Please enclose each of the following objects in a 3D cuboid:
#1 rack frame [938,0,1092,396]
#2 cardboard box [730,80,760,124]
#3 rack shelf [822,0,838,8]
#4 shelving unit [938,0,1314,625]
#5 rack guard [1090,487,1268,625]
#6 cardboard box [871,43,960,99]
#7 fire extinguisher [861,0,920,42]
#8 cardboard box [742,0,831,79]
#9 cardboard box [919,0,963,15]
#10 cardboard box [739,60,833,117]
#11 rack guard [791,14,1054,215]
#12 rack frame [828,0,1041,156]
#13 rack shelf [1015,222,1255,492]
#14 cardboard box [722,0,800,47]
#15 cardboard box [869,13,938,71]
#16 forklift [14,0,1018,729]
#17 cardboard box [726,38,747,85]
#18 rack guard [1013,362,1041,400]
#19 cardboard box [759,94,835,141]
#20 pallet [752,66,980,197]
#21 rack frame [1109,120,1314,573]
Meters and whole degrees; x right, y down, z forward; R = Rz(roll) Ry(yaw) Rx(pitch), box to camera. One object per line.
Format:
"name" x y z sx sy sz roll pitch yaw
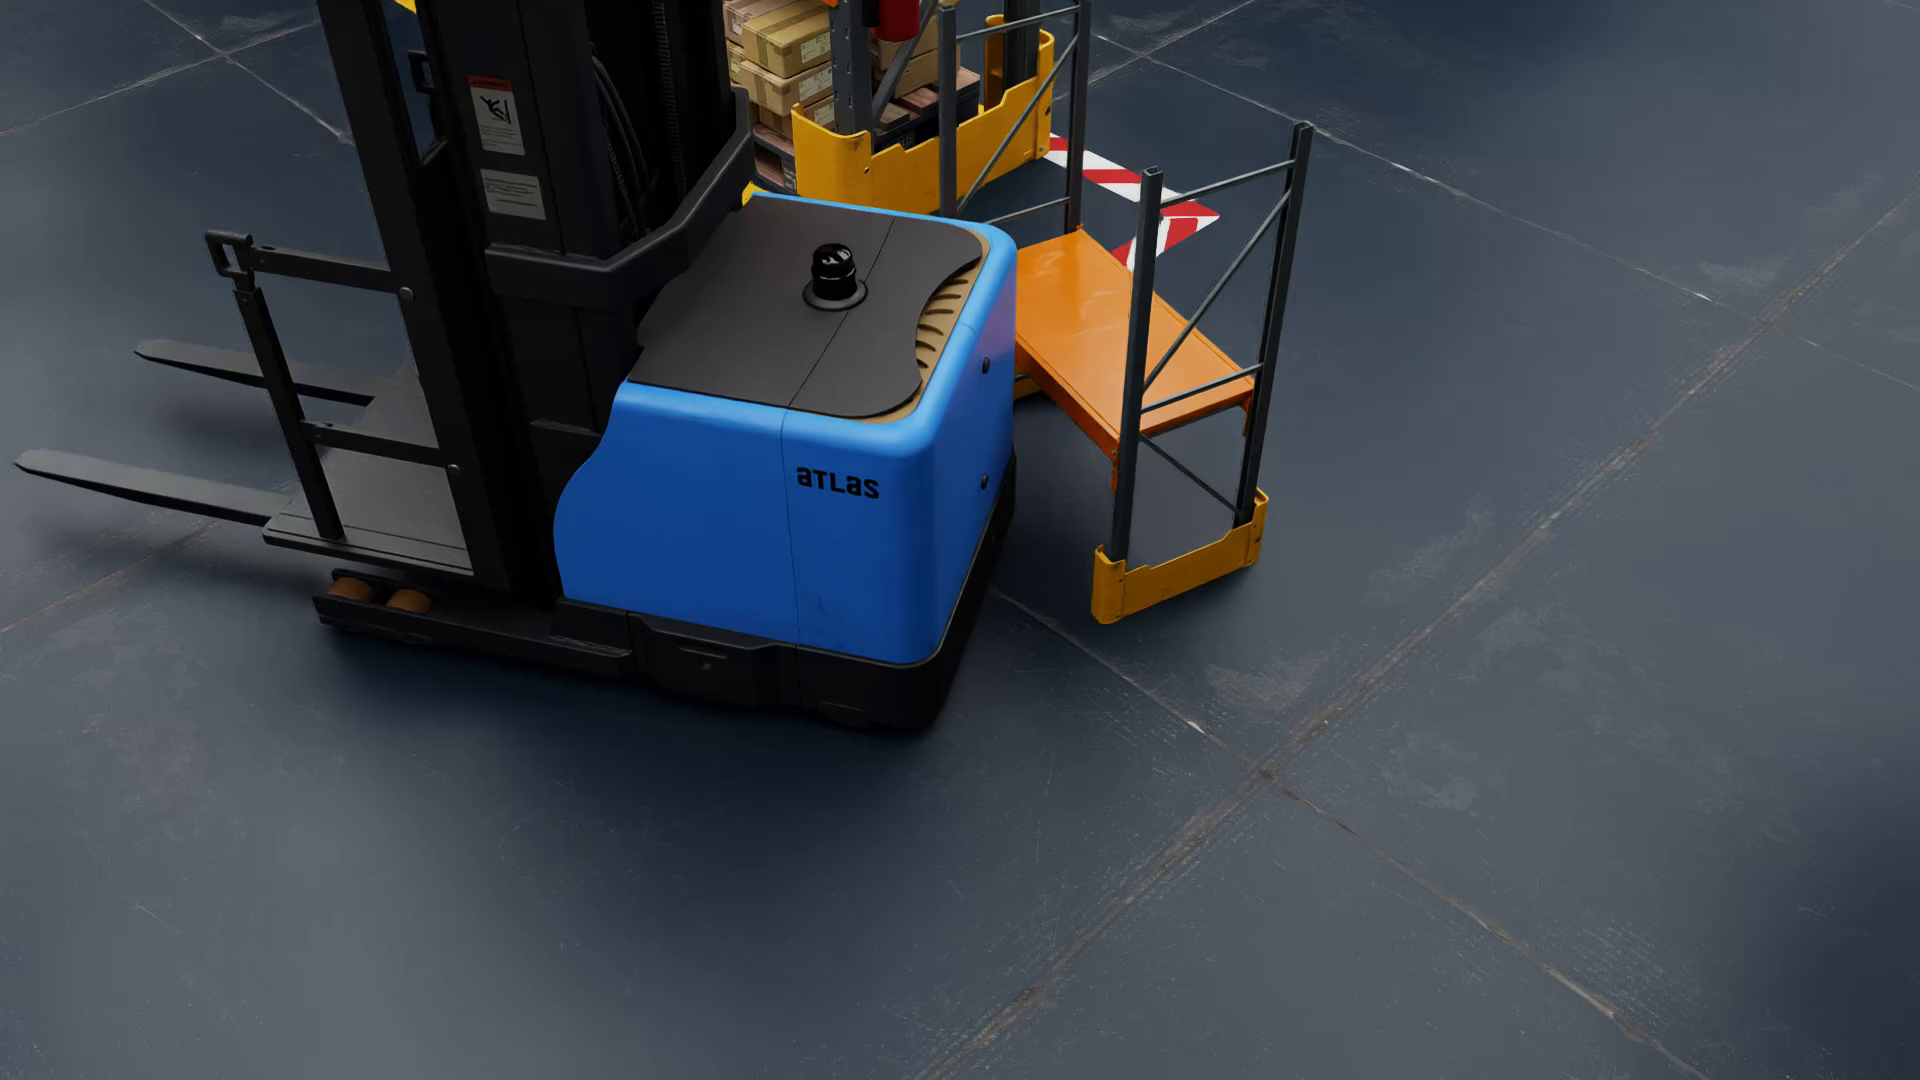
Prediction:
"rack frame" 0.163 -1.014 5.243 0.500 1.500 0.032 -21 47 -21
"cardboard box" -0.848 -1.857 6.840 0.380 0.149 0.250 -32 52 -30
"rack shelf" -1.488 -3.218 7.053 1.077 0.370 4.000 -34 53 -31
"shelving unit" 0.417 -0.709 4.912 0.587 1.500 1.083 -21 47 -21
"rack guard" 0.662 0.045 5.017 0.587 0.250 0.087 -21 47 -21
"cardboard box" -0.219 -2.034 7.032 0.380 0.149 0.250 -33 52 -31
"fire extinguisher" -0.224 -2.014 5.551 0.296 0.674 0.183 -34 53 -31
"cardboard box" -0.628 -1.980 6.535 0.380 0.149 0.250 -33 52 -31
"cardboard box" -0.205 -2.262 6.840 0.250 0.149 0.380 32 51 30
"cardboard box" -0.650 -1.855 6.619 0.250 0.149 0.380 33 52 30
"rack guard" -0.129 -1.640 6.656 1.175 0.500 0.348 -34 53 -31
"rack frame" -0.075 -2.521 5.768 1.000 3.000 0.127 -34 53 -31
"rack shelf" 0.413 -0.582 5.040 0.538 0.185 1.000 -21 47 -21
"cardboard box" -0.765 -2.128 6.696 0.380 0.149 0.250 -33 52 -31
"cardboard box" -0.263 -2.113 6.898 0.380 0.149 0.250 -32 51 -30
"forklift" -1.402 -1.103 4.284 3.031 2.935 1.130 10 44 11
"cardboard box" -0.796 -2.006 6.783 0.250 0.149 0.380 33 52 31
"rack guard" 0.172 -0.544 5.654 0.587 0.250 0.087 -21 47 -21
"cardboard box" -0.595 -1.782 6.759 0.380 0.149 0.250 -33 52 -31
"pallet" -0.678 -1.941 7.195 1.003 0.211 1.213 -34 53 -31
"rack frame" 0.663 -0.414 4.592 0.500 1.500 0.032 -21 47 -21
